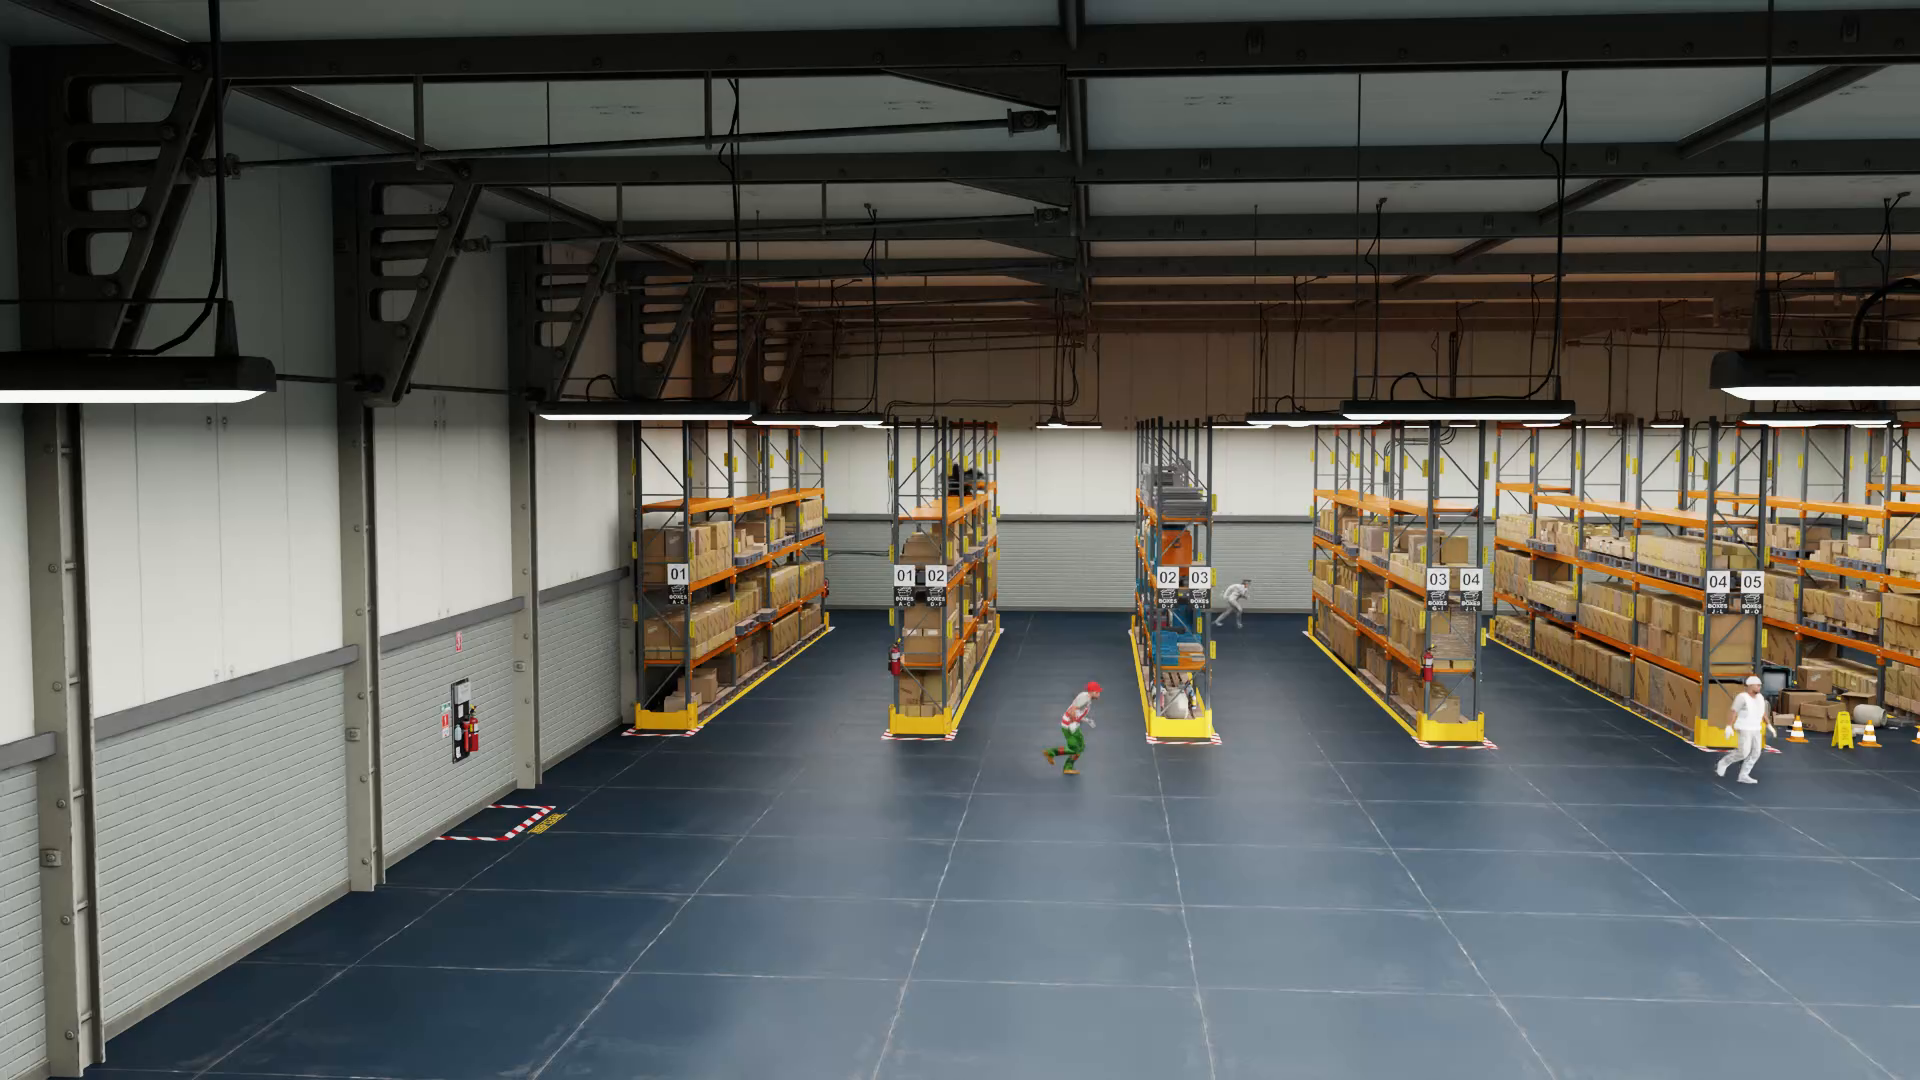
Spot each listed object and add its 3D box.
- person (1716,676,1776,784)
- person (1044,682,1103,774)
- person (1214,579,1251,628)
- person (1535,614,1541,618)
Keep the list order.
[{"bbox_3d":[12.775,3.076,27.074,0.719,1.749,0.698,-2,4,-28],"label":"person"},{"bbox_3d":[1.885,3.137,27.706,0.999,1.572,0.675,1,4,11],"label":"person"},{"bbox_3d":[7.993,1.846,48.586,1.081,1.455,0.592,2,4,32],"label":"person"},{"bbox_3d":[16.635,1.747,47.214,0.841,1.814,0.684,0,4,-1],"label":"person"}]
